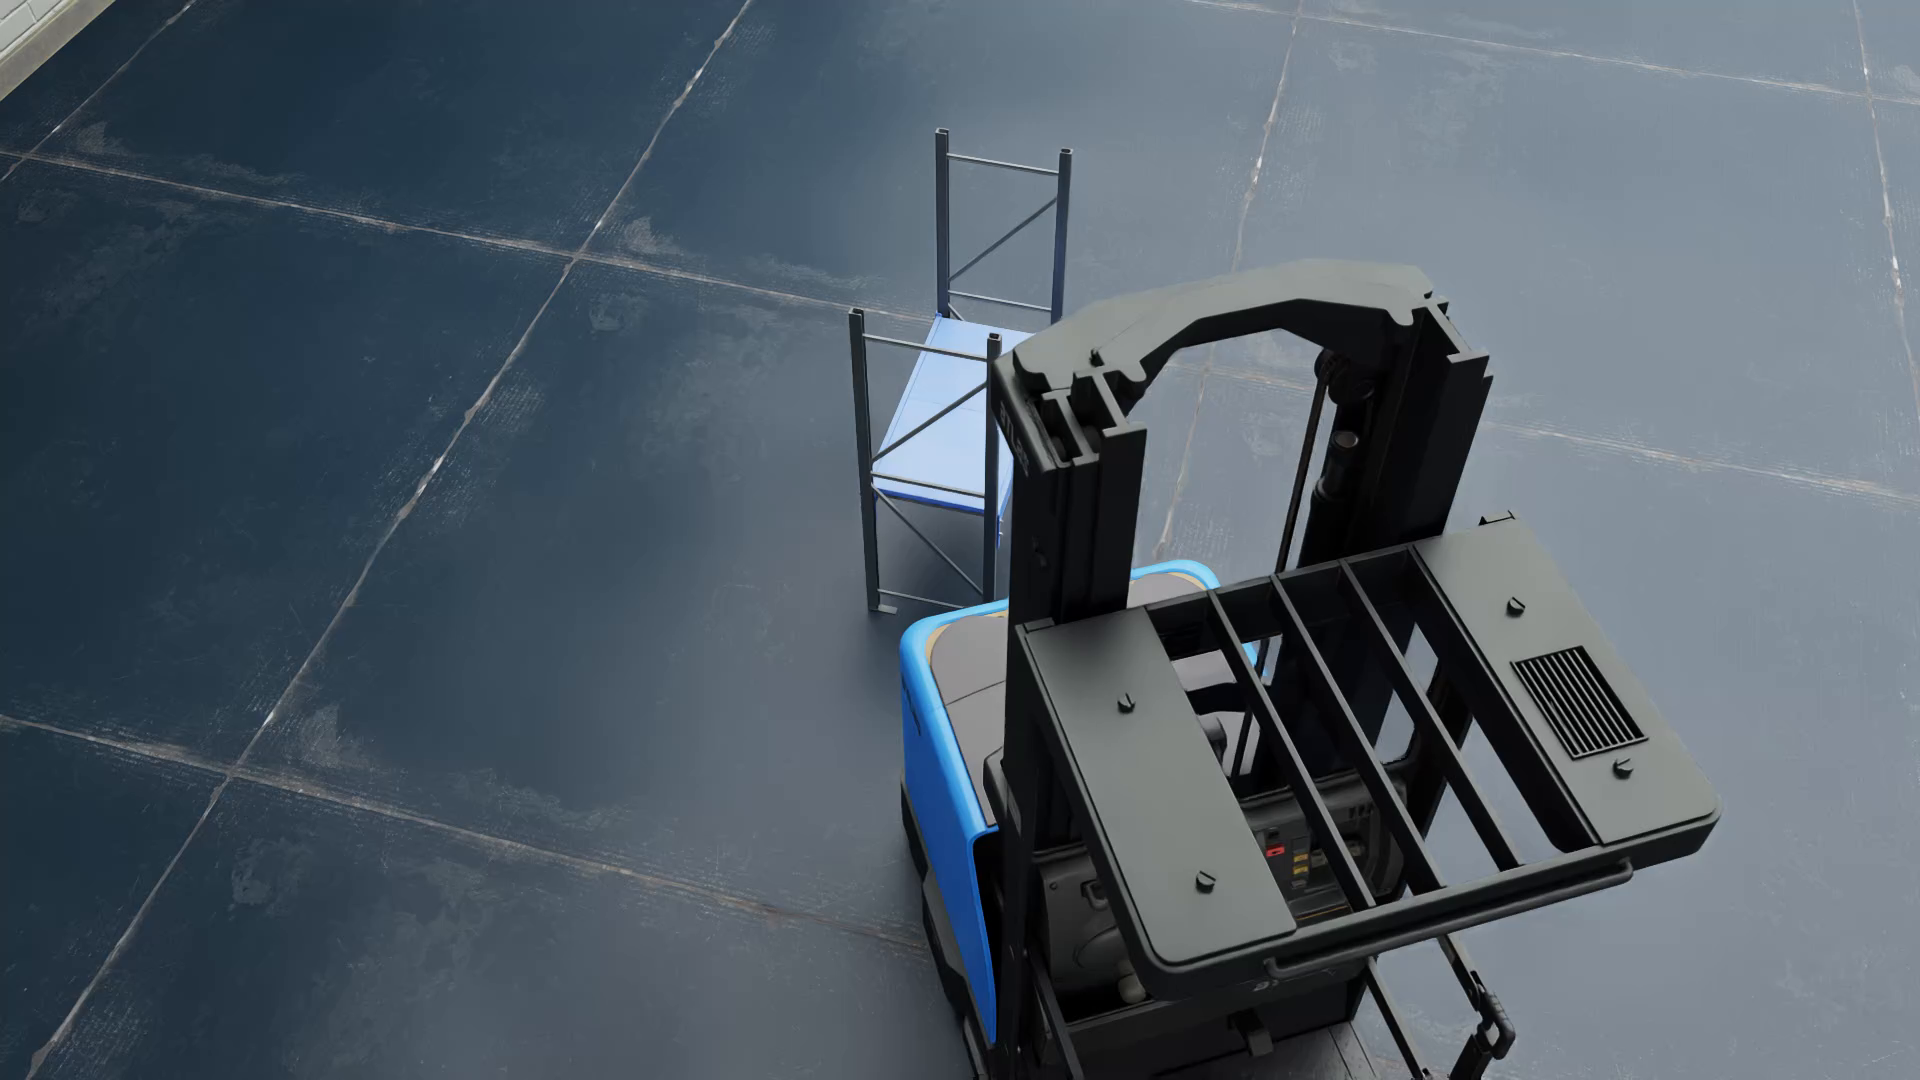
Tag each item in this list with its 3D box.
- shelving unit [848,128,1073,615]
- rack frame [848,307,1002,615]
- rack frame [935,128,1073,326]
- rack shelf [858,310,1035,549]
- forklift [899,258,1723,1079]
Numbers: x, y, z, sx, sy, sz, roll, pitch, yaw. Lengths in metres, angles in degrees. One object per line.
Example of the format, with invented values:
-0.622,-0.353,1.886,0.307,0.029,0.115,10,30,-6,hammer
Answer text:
0.022,-0.558,6.161,0.538,1.500,1.048,12,50,10,shelving unit
-0.111,-0.190,5.836,0.500,1.500,0.032,12,50,10,rack frame
0.156,-0.926,6.486,0.500,1.500,0.032,12,50,10,rack frame
0.022,-0.439,6.296,0.538,0.185,1.000,12,50,10,rack shelf
0.710,0.949,3.877,1.130,2.935,3.031,-13,50,-11,forklift
